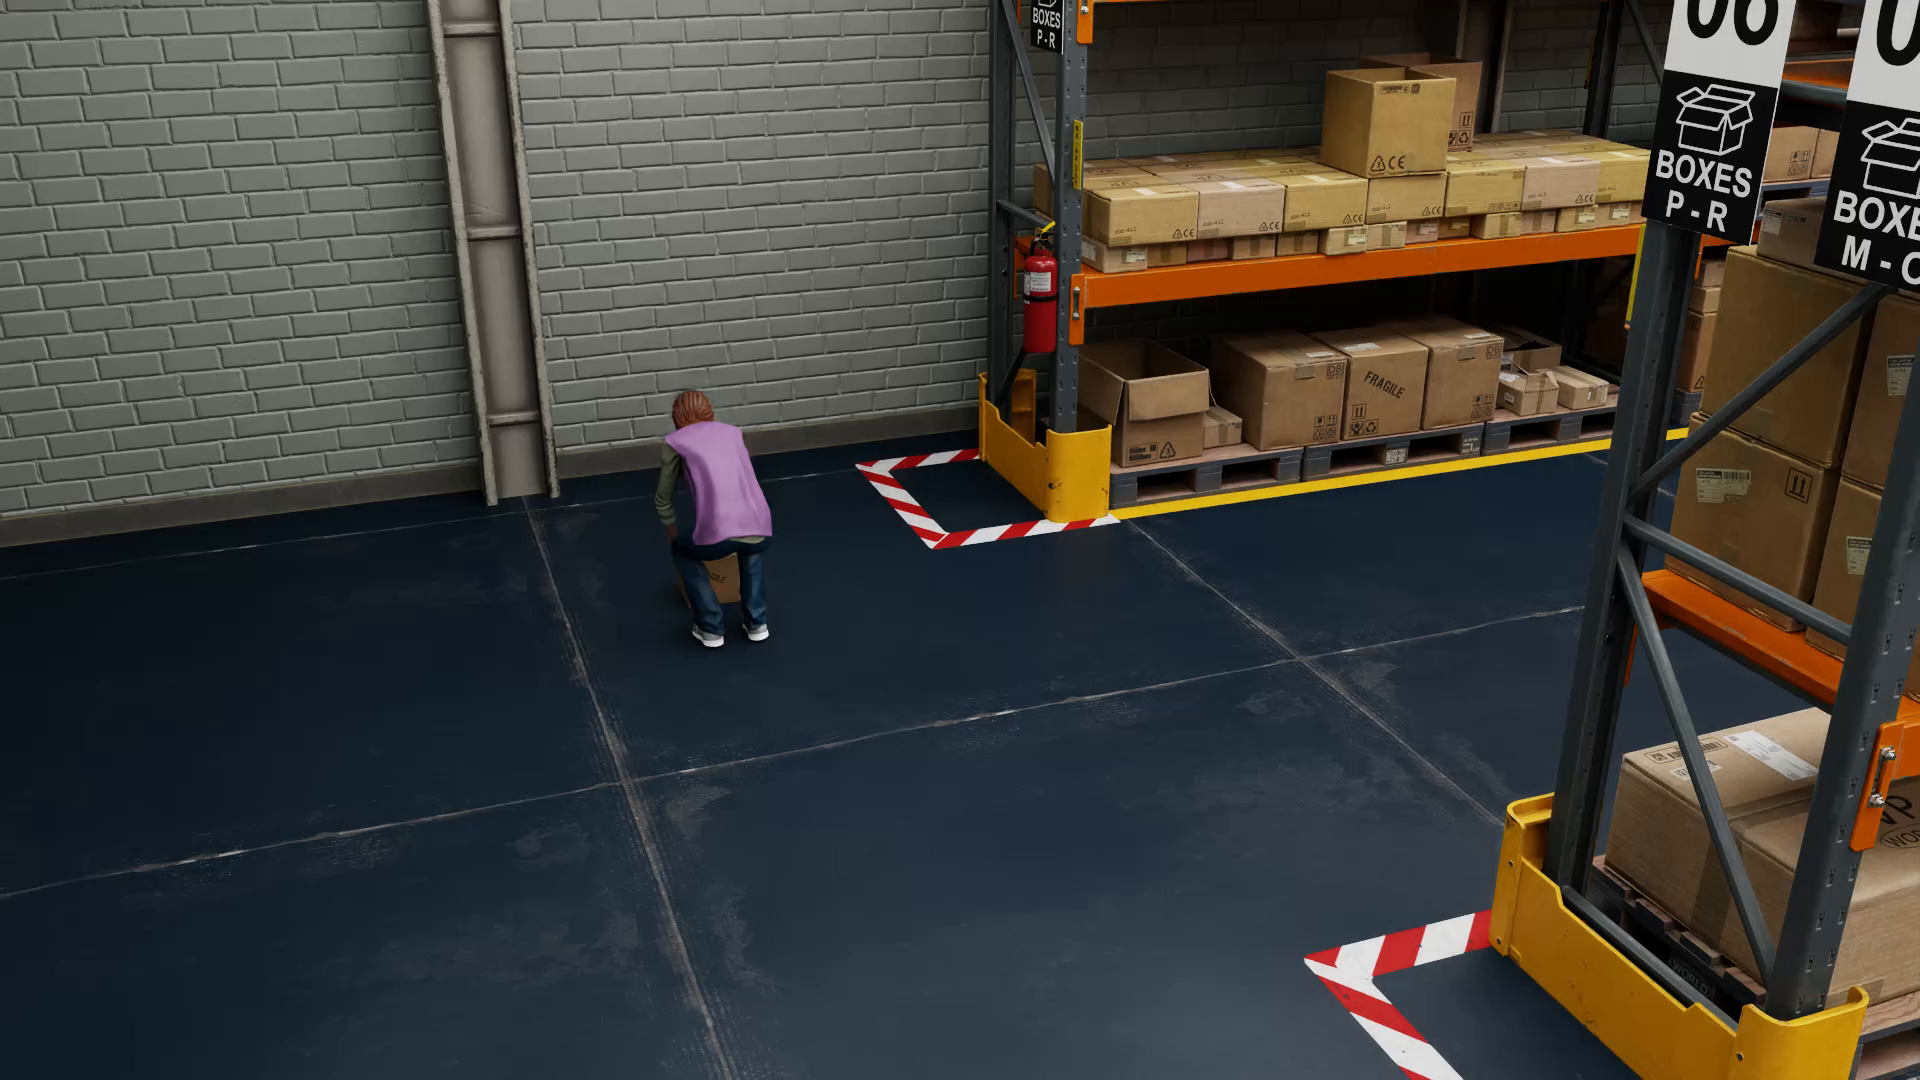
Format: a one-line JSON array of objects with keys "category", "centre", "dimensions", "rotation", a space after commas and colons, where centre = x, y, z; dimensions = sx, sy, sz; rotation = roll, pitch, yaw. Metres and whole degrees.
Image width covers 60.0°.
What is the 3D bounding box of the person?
[{"category": "person", "centre": [-1.102, -0.070, 7.468], "dimensions": [0.460, 1.061, 0.754], "rotation": [-8, 24, -19]}]
